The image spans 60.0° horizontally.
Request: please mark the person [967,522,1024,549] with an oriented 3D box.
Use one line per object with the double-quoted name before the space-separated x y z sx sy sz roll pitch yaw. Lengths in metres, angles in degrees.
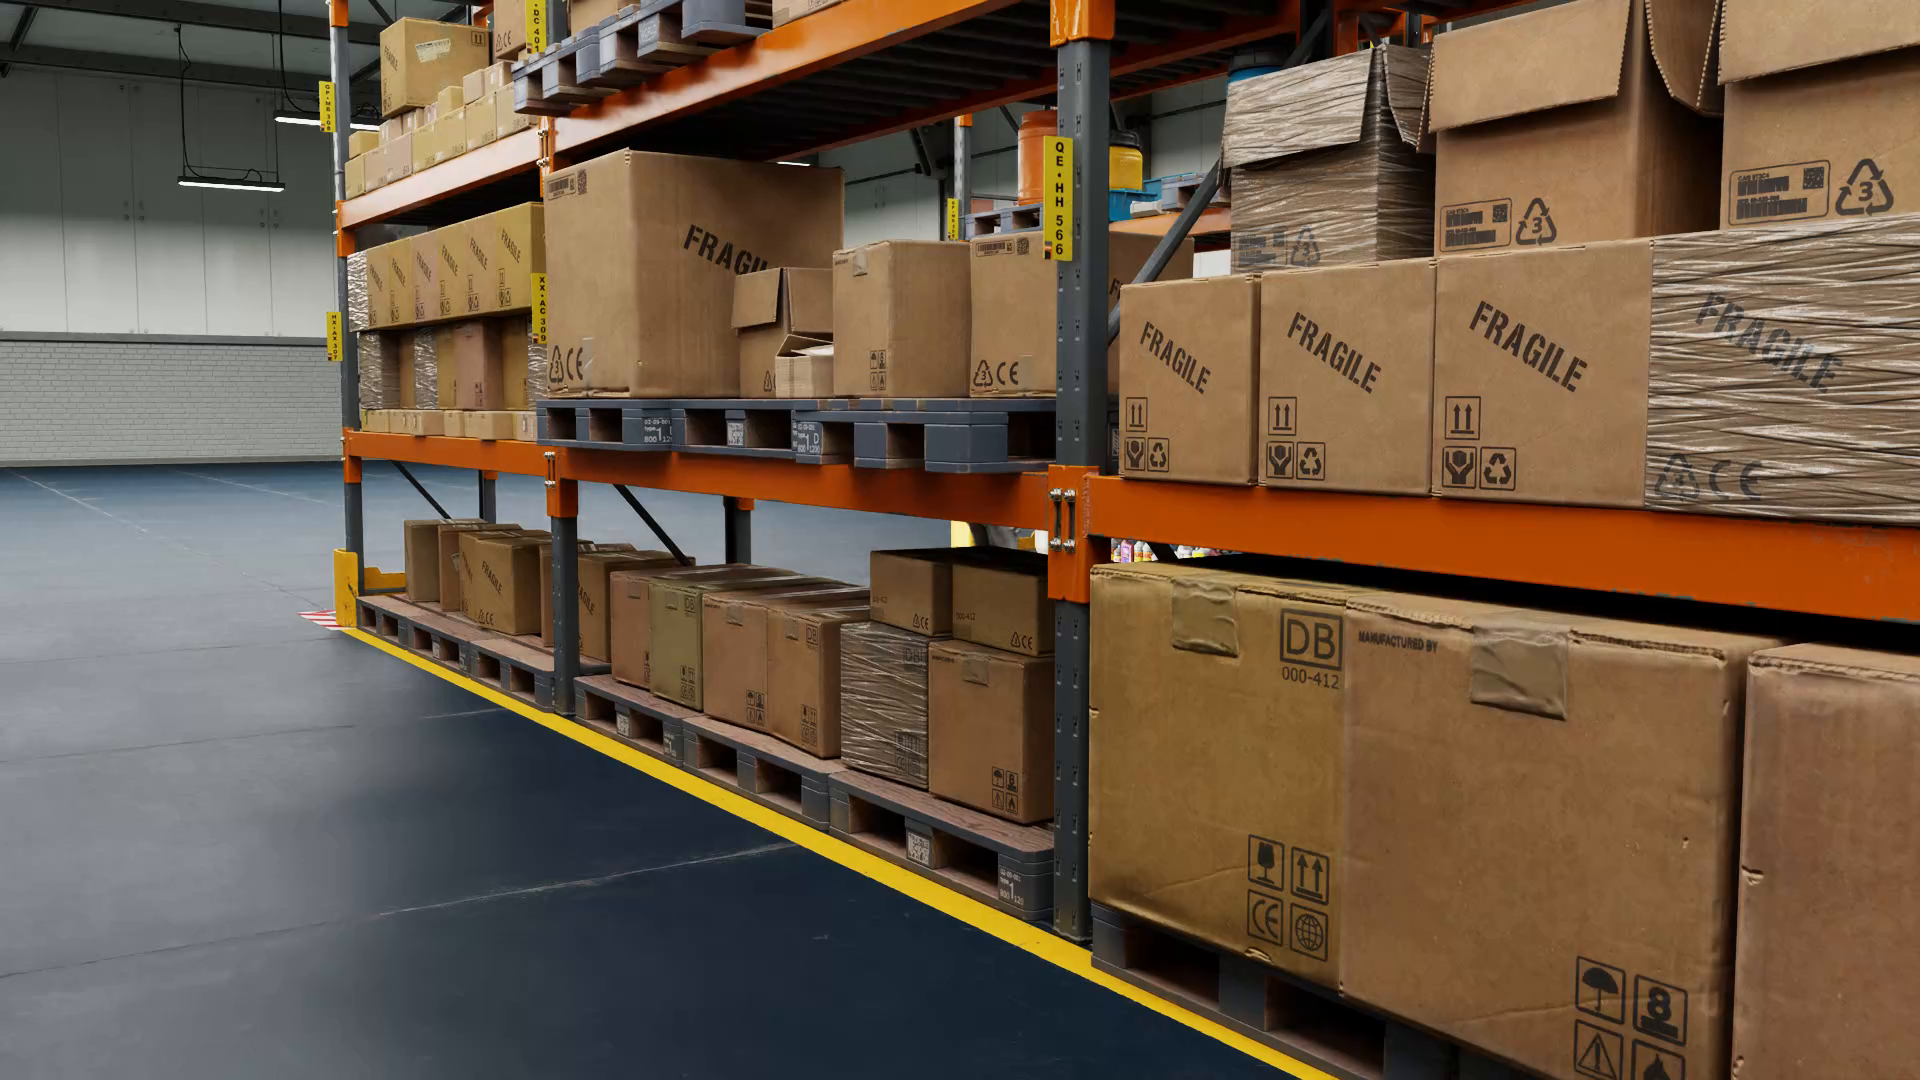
"person" 0.217 -0.182 10.248 0.405 1.663 0.538 -3 6 -35
